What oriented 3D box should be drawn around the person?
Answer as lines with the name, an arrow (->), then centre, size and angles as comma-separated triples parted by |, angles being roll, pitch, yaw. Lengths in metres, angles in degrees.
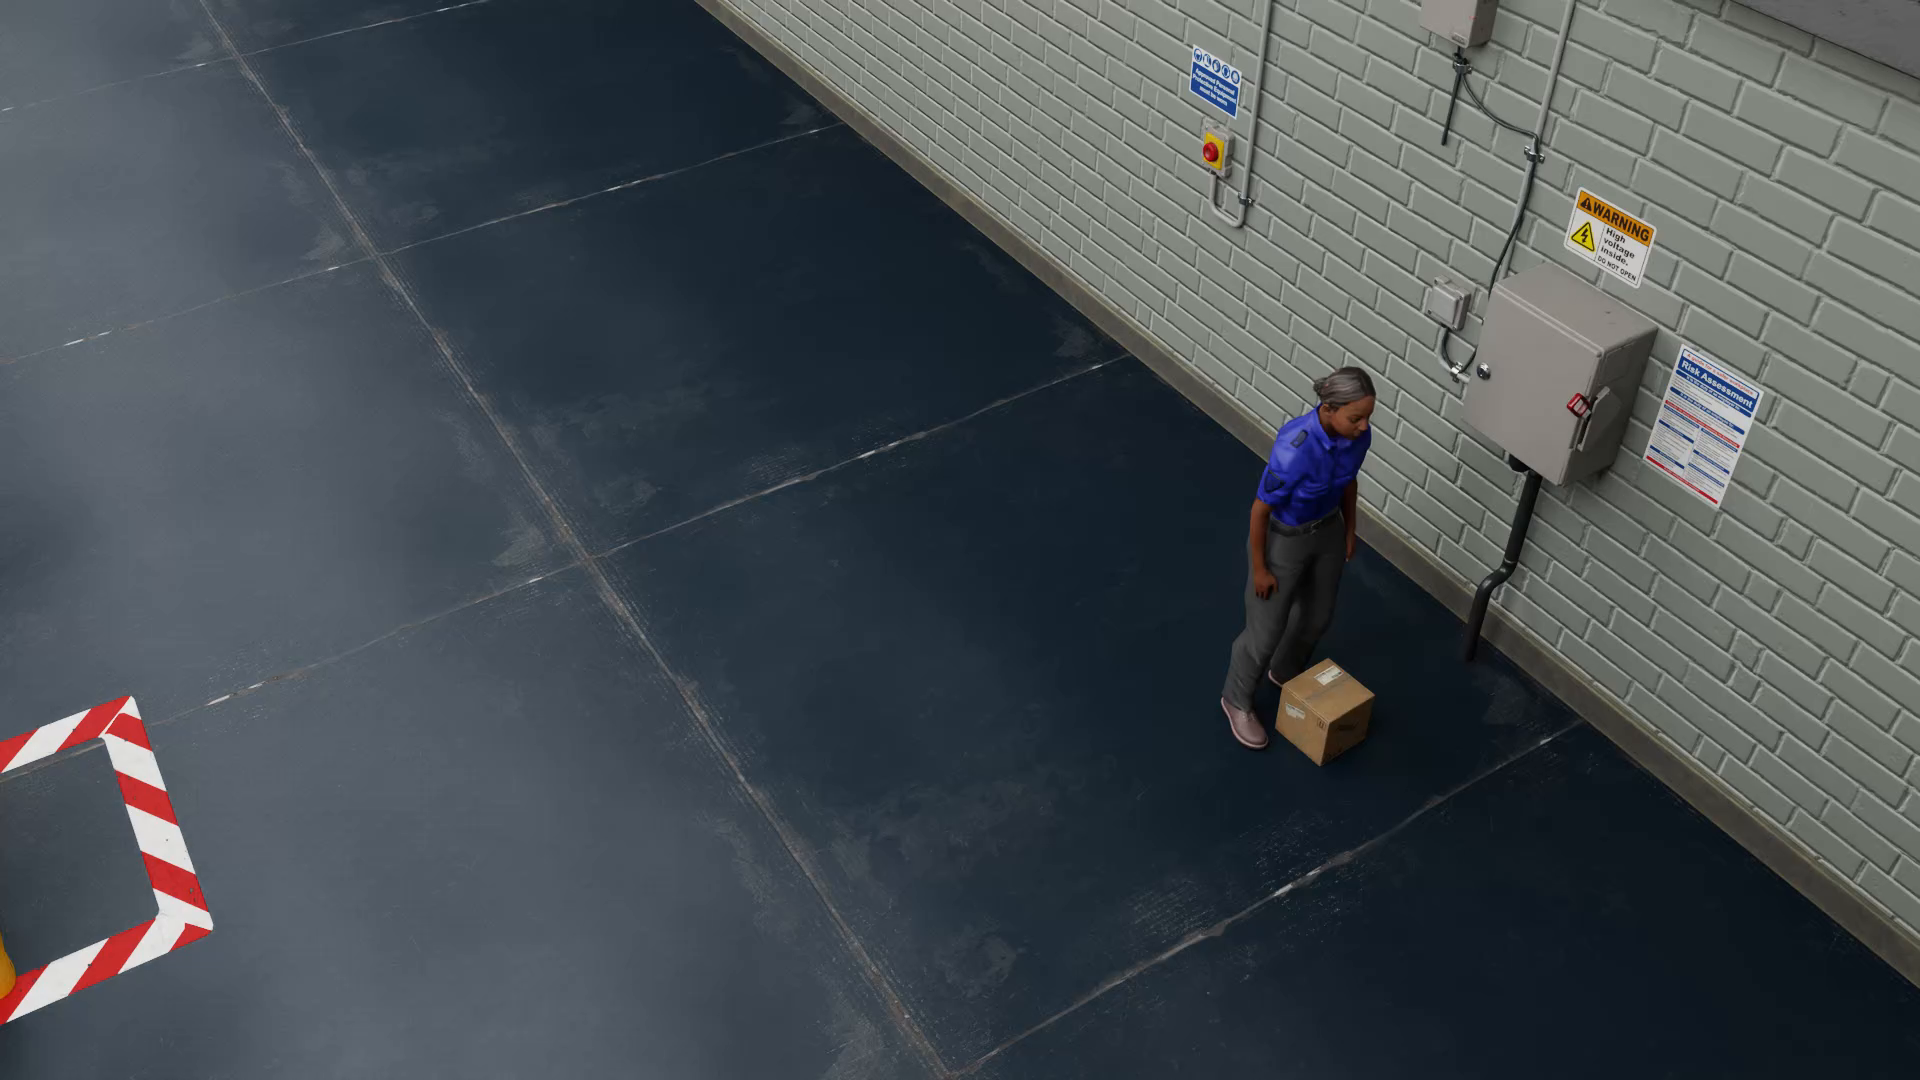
person -> 1.257, 0.031, 6.126 | 0.510, 1.655, 0.349 | -23, 46, -24
